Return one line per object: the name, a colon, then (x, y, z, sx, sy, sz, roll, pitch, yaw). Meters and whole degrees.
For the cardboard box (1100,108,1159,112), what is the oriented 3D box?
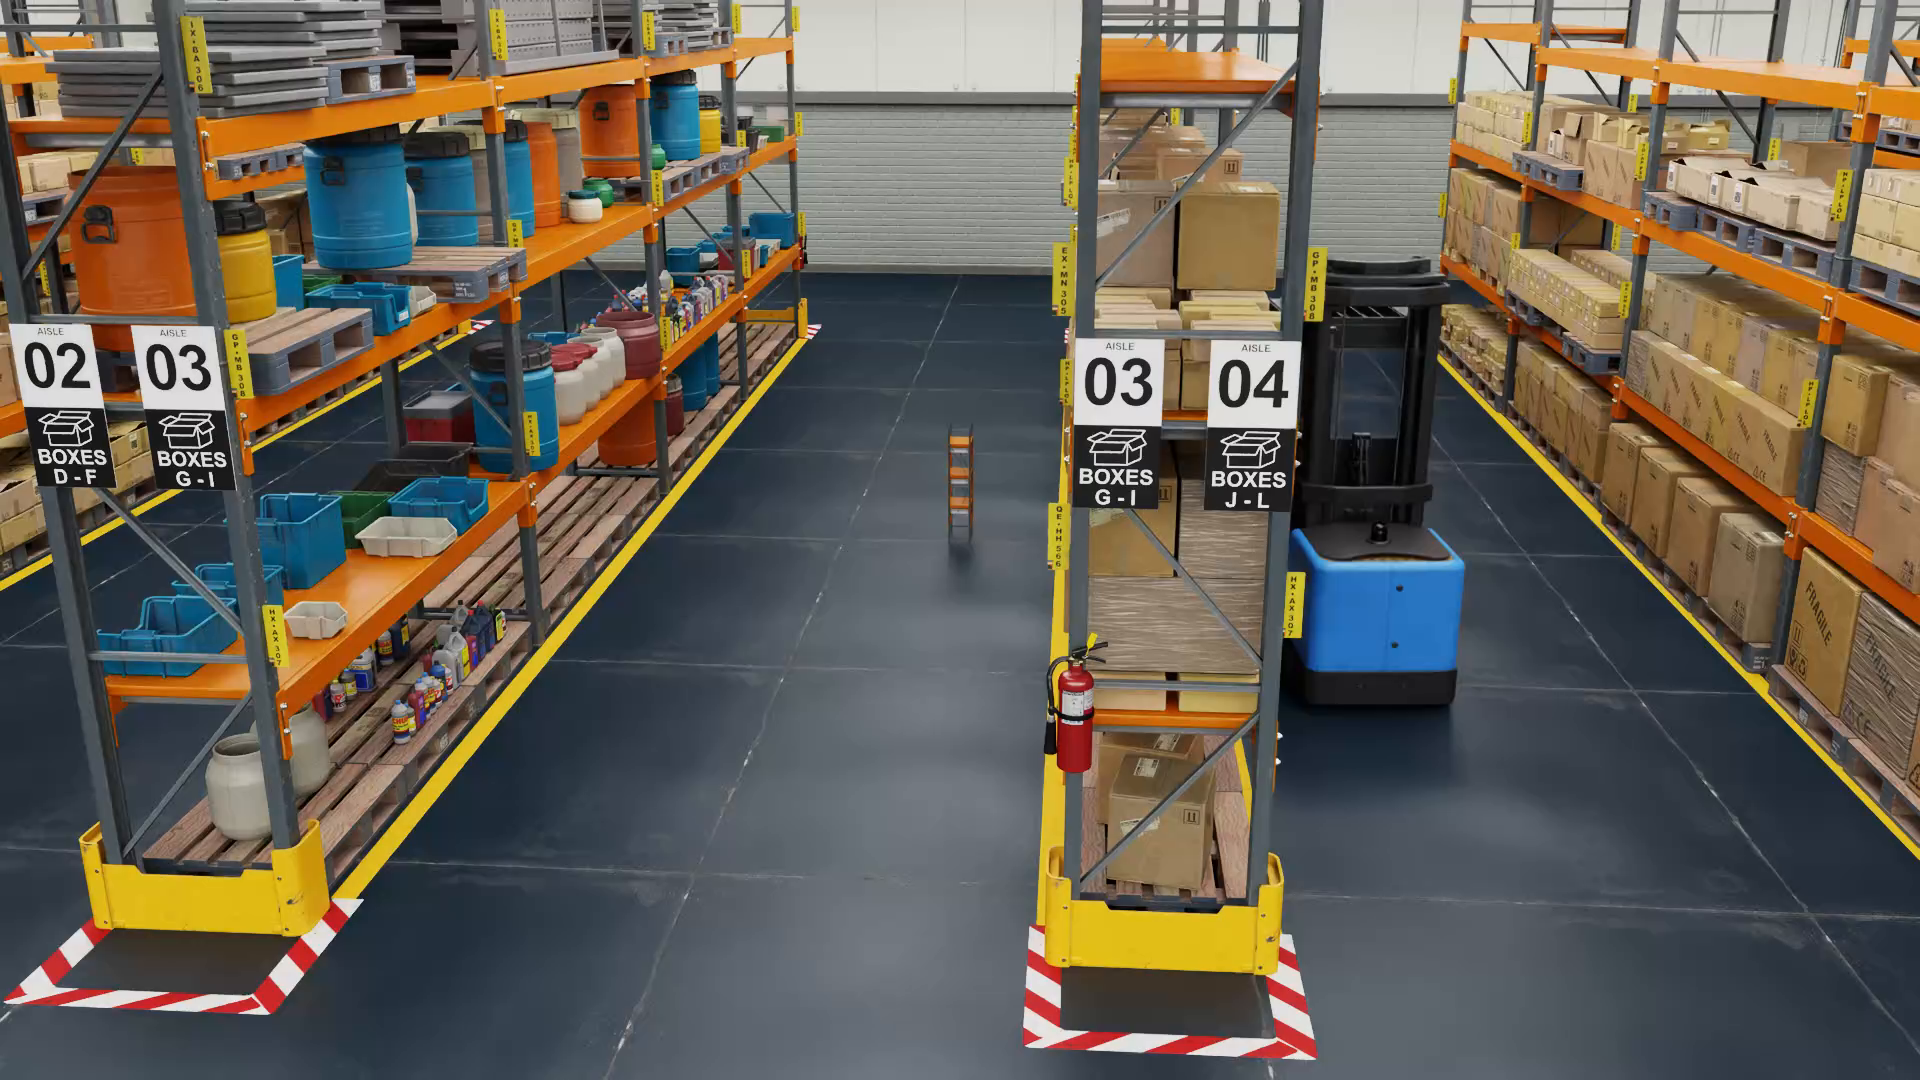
cardboard box: (1.844, -4.515, 18.233, 0.700, 0.500, 0.500, 2, 18, 5)

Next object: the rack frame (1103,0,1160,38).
rack frame: (2.162, -7.116, 22.189, 1.000, 3.000, 0.127, 1, 18, 4)

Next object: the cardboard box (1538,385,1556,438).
cardboard box: (6.438, -1.342, 17.540, 0.500, 0.500, 0.500, 2, 18, 5)

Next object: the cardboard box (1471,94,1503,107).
cardboard box: (6.705, -5.572, 21.091, 0.380, 0.149, 0.250, 2, 18, 5)

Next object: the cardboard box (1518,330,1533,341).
cardboard box: (7.128, -2.520, 20.744, 0.380, 0.149, 0.250, 1, 18, 2)

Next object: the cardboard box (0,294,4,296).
cardboard box: (-12.926, -3.188, 22.133, 0.380, 0.149, 0.250, 1, 18, 4)

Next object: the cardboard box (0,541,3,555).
cardboard box: (-8.265, 0.068, 13.640, 0.500, 0.250, 0.500, 2, 18, 5)

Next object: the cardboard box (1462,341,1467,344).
cardboard box: (6.746, -2.494, 21.620, 0.380, 0.149, 0.250, 1, 18, 4)

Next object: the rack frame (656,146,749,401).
rack frame: (-3.065, -3.134, 19.669, 1.000, 3.000, 0.127, 1, 18, 4)

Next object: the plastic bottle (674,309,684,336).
plastic bottle: (-2.903, -2.249, 17.177, 0.097, 0.271, 0.097, 0, 18, 0)

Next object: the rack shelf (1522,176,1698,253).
rack shelf: (6.672, -3.343, 16.647, 1.077, 0.370, 4.000, 1, 18, 4)

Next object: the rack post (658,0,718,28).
rack post: (-3.156, -5.688, 17.950, 0.937, 0.300, 0.954, 1, 18, 3)

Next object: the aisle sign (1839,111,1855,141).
aisle sign: (11.763, -5.308, 22.131, 0.394, 0.787, 0.004, 1, 18, 4)

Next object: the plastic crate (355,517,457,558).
plastic crate: (-3.502, -0.014, 10.571, 0.530, 0.136, 0.437, 1, 18, 4)

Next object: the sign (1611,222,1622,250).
sign: (7.369, -3.420, 18.683, 0.100, 0.325, 0.005, 1, 18, 4)

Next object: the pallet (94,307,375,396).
pallet: (-3.768, -0.997, 8.635, 1.003, 0.211, 1.213, 1, 18, 4)

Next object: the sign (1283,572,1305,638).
sign: (1.556, 0.305, 7.786, 0.100, 0.325, 0.005, 1, 18, 4)

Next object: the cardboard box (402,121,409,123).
cardboard box: (-7.576, -5.604, 21.828, 0.500, 0.250, 0.500, 1, 18, 4)

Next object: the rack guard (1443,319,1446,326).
rack guard: (7.097, -2.912, 23.006, 1.175, 0.500, 0.348, 1, 18, 4)

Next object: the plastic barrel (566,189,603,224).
plastic barrel: (-3.210, -2.851, 14.211, 0.301, 0.262, 0.301, 0, 18, 0)

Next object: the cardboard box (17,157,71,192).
cardboard box: (-8.288, -3.251, 14.777, 0.500, 0.250, 0.500, 2, 18, 5)

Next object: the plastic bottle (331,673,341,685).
plastic bottle: (-4.167, 0.891, 10.935, 0.144, 0.351, 0.185, 2, 18, 6)

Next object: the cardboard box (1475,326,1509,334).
cardboard box: (6.729, -2.606, 21.008, 0.380, 0.149, 0.250, 1, 18, 4)

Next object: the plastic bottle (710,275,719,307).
plastic bottle: (-2.804, -2.817, 18.783, 0.144, 0.351, 0.185, 1, 18, 4)

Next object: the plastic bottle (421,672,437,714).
plastic bottle: (-3.452, 0.987, 10.768, 0.097, 0.271, 0.097, 0, 18, 0)

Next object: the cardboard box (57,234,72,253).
cardboard box: (-12.727, -4.355, 22.914, 0.980, 0.700, 0.700, 1, 18, 3)

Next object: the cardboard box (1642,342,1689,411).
cardboard box: (6.194, -1.395, 14.202, 0.500, 0.500, 0.500, 1, 18, 3)

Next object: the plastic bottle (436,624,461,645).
plastic bottle: (-3.560, 0.707, 11.616, 0.152, 0.276, 0.135, 1, 18, 4)

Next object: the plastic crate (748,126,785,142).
plastic crate: (-2.564, -5.388, 22.072, 0.450, 0.188, 0.336, 1, 18, 4)

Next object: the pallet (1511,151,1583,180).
pallet: (6.665, -4.028, 17.882, 1.213, 0.211, 1.003, 1, 18, 4)

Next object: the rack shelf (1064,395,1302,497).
rack shelf: (1.159, -1.001, 9.498, 1.077, 0.370, 4.000, 1, 18, 4)

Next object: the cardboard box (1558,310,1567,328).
cardboard box: (6.182, -2.200, 16.549, 0.380, 0.149, 0.250, 0, 18, 1)

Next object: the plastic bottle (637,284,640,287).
plastic bottle: (-3.580, -2.698, 18.527, 0.061, 0.283, 0.133, 1, 18, 4)

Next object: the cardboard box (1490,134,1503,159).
cardboard box: (6.665, -4.706, 19.892, 0.500, 0.250, 0.500, 1, 18, 3)

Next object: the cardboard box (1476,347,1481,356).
cardboard box: (6.684, -2.378, 20.789, 0.380, 0.149, 0.250, 0, 18, 1)

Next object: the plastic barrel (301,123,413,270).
plastic barrel: (-3.816, -2.205, 10.540, 0.600, 0.901, 0.708, 1, 18, 4)

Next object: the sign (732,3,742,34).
sign: (-2.516, -5.872, 18.728, 0.100, 0.325, 0.005, 1, 18, 4)

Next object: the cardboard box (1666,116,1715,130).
cardboard box: (6.849, -3.835, 15.602, 0.396, 0.266, 0.258, 1, 18, 4)

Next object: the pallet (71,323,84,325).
pallet: (-8.313, -2.124, 16.896, 1.213, 0.211, 1.003, 1, 18, 4)

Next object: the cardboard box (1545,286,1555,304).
cardboard box: (6.218, -2.505, 17.001, 0.380, 0.149, 0.250, 1, 18, 3)

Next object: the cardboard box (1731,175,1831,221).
cardboard box: (6.148, -2.576, 12.457, 0.500, 0.311, 0.500, 1, 18, 2)

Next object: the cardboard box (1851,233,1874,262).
cardboard box: (5.877, -1.844, 10.484, 0.380, 0.149, 0.250, 1, 18, 3)

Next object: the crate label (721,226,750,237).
crate label: (-3.124, -4.255, 23.265, 0.416, 0.233, 0.303, 1, 18, 4)

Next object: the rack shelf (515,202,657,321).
rack shelf: (-3.495, -2.354, 13.627, 1.077, 0.370, 4.000, 1, 18, 4)

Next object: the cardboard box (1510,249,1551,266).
cardboard box: (6.328, -3.132, 18.437, 0.380, 0.149, 0.250, 2, 18, 7)

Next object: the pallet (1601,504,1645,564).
pallet: (6.397, -0.070, 14.798, 1.003, 0.211, 1.213, 1, 18, 4)

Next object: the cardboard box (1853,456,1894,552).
cardboard box: (6.211, -0.181, 10.418, 0.875, 0.550, 0.550, 1, 18, 4)

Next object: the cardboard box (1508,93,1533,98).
cardboard box: (7.239, -5.640, 21.300, 0.380, 0.149, 0.250, 1, 18, 2)

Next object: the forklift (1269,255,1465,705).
forklift: (2.837, -0.680, 12.292, 1.130, 2.935, 3.031, 0, 18, -1)

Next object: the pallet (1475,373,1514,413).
pallet: (6.828, -1.765, 19.971, 1.003, 0.211, 1.213, 1, 18, 4)

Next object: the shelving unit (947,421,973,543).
shelving unit: (0.004, -0.516, 14.810, 0.215, 1.050, 0.252, 1, 18, 4)

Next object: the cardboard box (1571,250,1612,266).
cardboard box: (6.981, -3.115, 18.385, 0.380, 0.149, 0.250, 2, 18, 6)

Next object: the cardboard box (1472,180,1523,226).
cardboard box: (6.683, -4.177, 20.611, 0.500, 0.500, 0.500, 1, 18, 2)

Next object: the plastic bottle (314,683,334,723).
plastic bottle: (-4.079, 1.020, 10.650, 0.061, 0.283, 0.133, 1, 18, 4)
